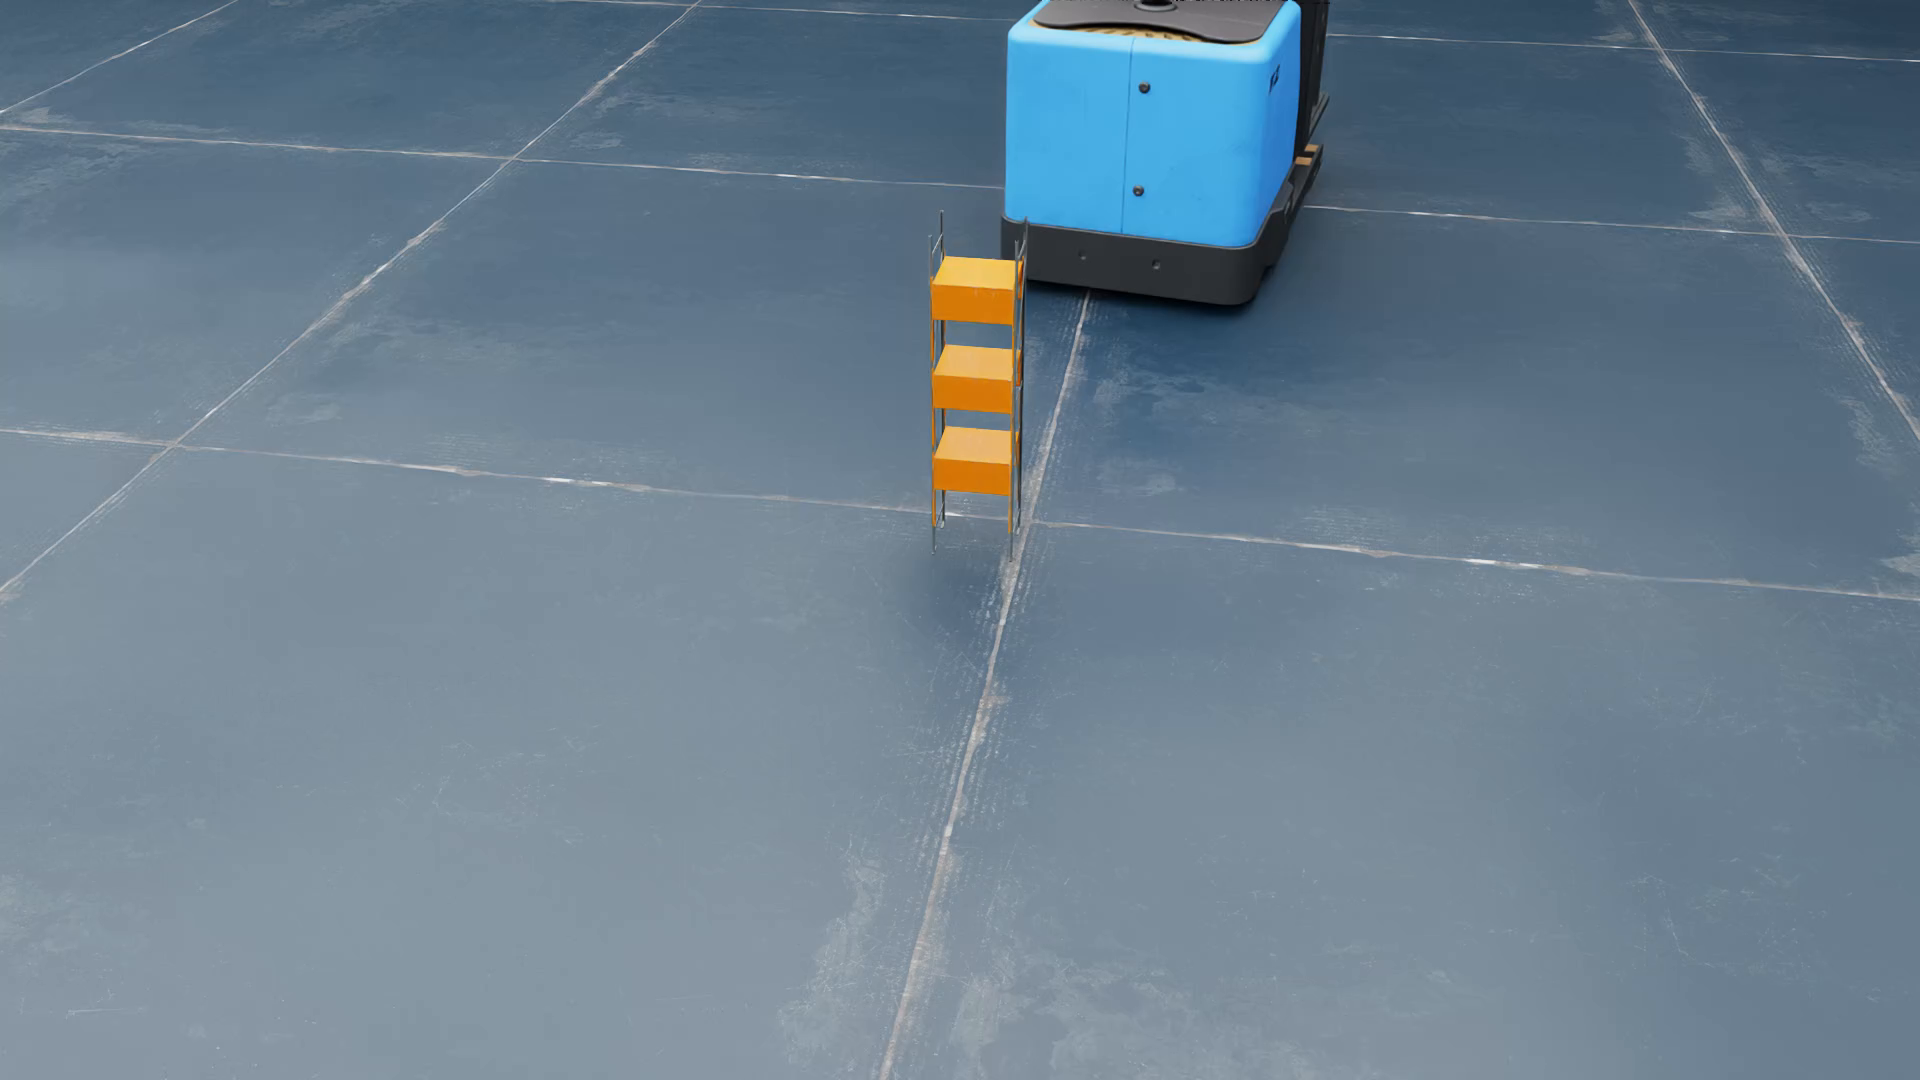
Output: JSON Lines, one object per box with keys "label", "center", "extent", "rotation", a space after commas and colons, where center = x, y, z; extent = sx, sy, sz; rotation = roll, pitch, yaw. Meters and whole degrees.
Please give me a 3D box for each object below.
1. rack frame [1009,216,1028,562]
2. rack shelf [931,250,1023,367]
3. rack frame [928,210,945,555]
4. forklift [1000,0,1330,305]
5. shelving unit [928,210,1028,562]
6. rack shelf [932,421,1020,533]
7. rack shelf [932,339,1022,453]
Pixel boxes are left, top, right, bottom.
{"label": "rack frame", "center": [0.173, -0.429, 4.946], "extent": [0.008, 1.050, 0.200], "rotation": [5, 32, 8]}
{"label": "rack shelf", "center": [0.053, -0.672, 4.819], "extent": [0.240, 0.259, 0.215], "rotation": [5, 32, 8]}
{"label": "rack frame", "center": [-0.068, -0.451, 4.981], "extent": [0.008, 1.050, 0.200], "rotation": [5, 32, 8]}
{"label": "forklift", "center": [1.120, -2.949, 7.198], "extent": [1.130, 2.935, 3.031], "rotation": [10, 33, 16]}
{"label": "shelving unit", "center": [0.053, -0.440, 4.964], "extent": [0.252, 1.050, 0.215], "rotation": [5, 32, 8]}
{"label": "rack shelf", "center": [0.053, -0.196, 5.117], "extent": [0.240, 0.259, 0.215], "rotation": [5, 32, 8]}
{"label": "rack shelf", "center": [0.053, -0.431, 4.969], "extent": [0.240, 0.259, 0.215], "rotation": [5, 32, 8]}
